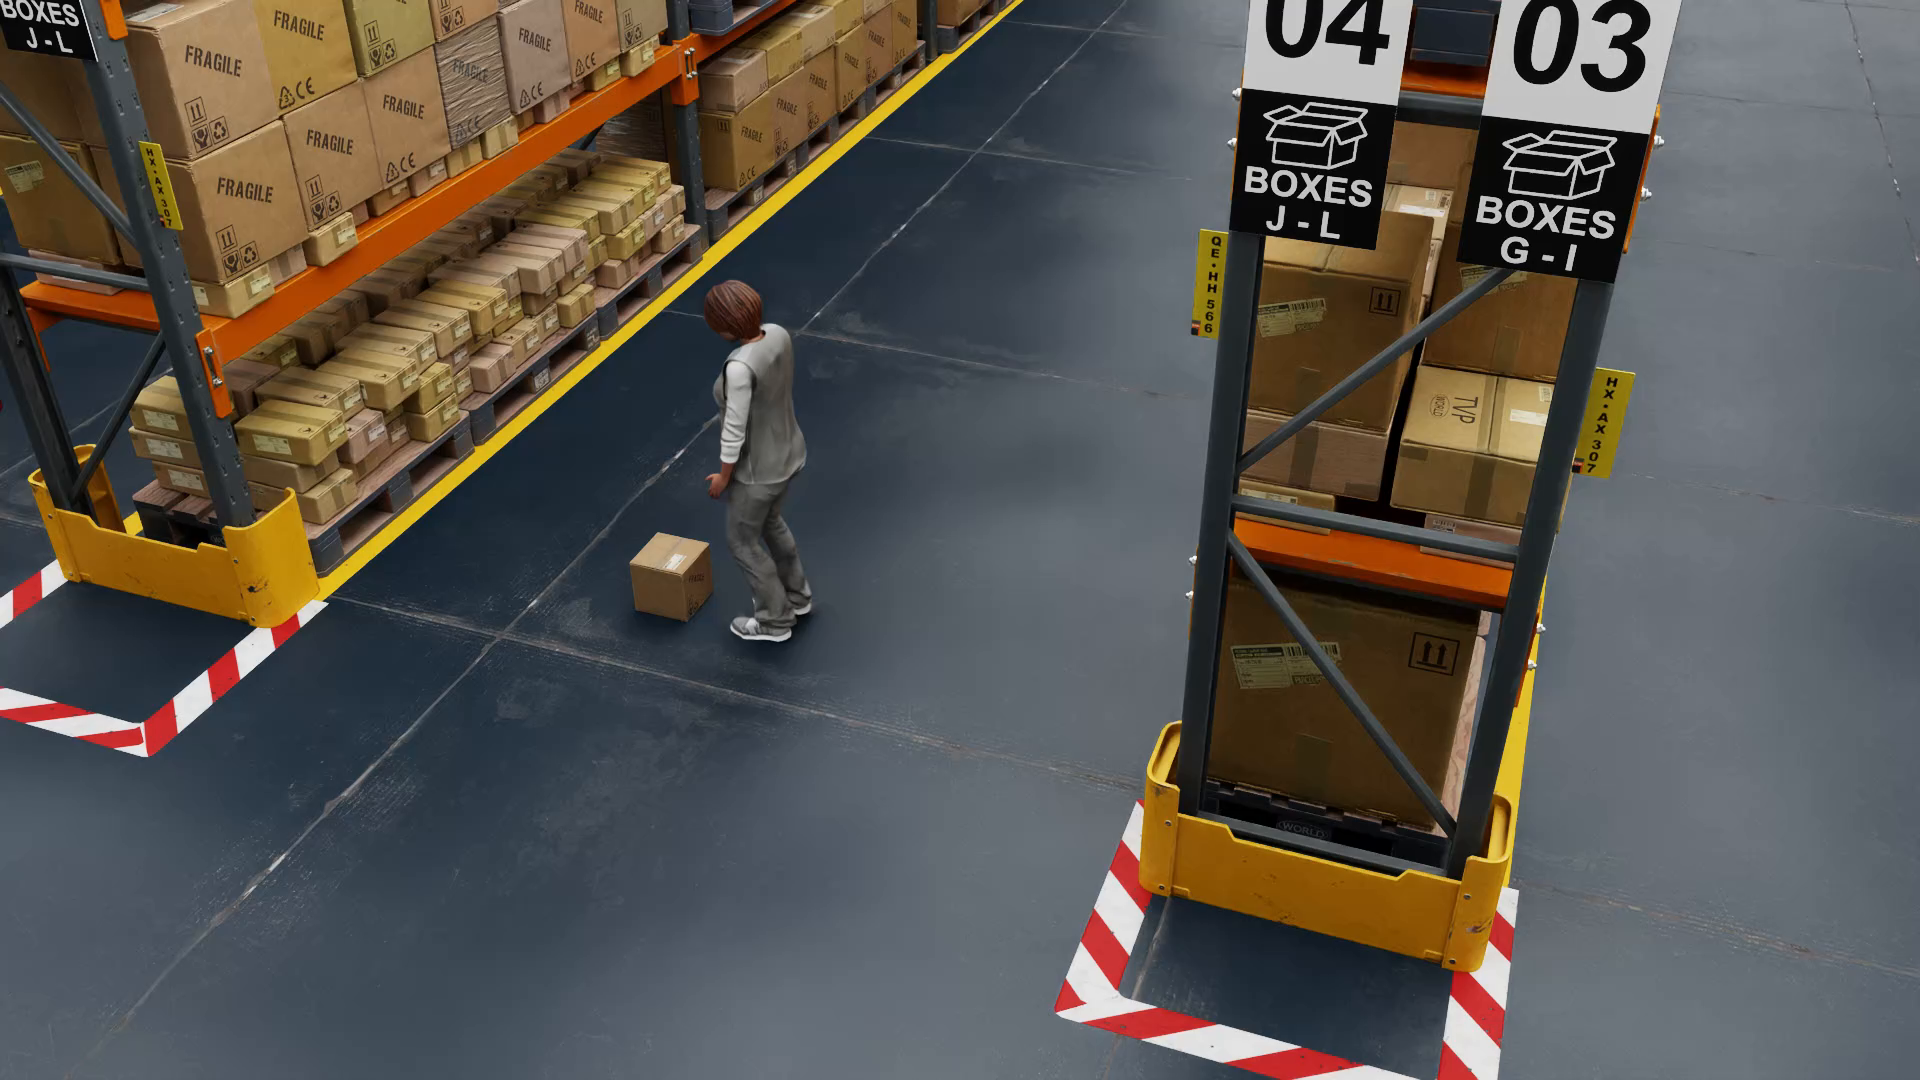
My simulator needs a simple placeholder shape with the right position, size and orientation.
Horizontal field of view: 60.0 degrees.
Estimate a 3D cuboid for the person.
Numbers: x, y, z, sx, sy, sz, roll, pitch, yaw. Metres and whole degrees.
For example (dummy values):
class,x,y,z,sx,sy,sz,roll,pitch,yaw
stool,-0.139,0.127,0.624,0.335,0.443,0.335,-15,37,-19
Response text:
class,x,y,z,sx,sy,sz,roll,pitch,yaw
person,-0.797,-0.193,6.669,0.310,1.352,0.417,12,36,17
